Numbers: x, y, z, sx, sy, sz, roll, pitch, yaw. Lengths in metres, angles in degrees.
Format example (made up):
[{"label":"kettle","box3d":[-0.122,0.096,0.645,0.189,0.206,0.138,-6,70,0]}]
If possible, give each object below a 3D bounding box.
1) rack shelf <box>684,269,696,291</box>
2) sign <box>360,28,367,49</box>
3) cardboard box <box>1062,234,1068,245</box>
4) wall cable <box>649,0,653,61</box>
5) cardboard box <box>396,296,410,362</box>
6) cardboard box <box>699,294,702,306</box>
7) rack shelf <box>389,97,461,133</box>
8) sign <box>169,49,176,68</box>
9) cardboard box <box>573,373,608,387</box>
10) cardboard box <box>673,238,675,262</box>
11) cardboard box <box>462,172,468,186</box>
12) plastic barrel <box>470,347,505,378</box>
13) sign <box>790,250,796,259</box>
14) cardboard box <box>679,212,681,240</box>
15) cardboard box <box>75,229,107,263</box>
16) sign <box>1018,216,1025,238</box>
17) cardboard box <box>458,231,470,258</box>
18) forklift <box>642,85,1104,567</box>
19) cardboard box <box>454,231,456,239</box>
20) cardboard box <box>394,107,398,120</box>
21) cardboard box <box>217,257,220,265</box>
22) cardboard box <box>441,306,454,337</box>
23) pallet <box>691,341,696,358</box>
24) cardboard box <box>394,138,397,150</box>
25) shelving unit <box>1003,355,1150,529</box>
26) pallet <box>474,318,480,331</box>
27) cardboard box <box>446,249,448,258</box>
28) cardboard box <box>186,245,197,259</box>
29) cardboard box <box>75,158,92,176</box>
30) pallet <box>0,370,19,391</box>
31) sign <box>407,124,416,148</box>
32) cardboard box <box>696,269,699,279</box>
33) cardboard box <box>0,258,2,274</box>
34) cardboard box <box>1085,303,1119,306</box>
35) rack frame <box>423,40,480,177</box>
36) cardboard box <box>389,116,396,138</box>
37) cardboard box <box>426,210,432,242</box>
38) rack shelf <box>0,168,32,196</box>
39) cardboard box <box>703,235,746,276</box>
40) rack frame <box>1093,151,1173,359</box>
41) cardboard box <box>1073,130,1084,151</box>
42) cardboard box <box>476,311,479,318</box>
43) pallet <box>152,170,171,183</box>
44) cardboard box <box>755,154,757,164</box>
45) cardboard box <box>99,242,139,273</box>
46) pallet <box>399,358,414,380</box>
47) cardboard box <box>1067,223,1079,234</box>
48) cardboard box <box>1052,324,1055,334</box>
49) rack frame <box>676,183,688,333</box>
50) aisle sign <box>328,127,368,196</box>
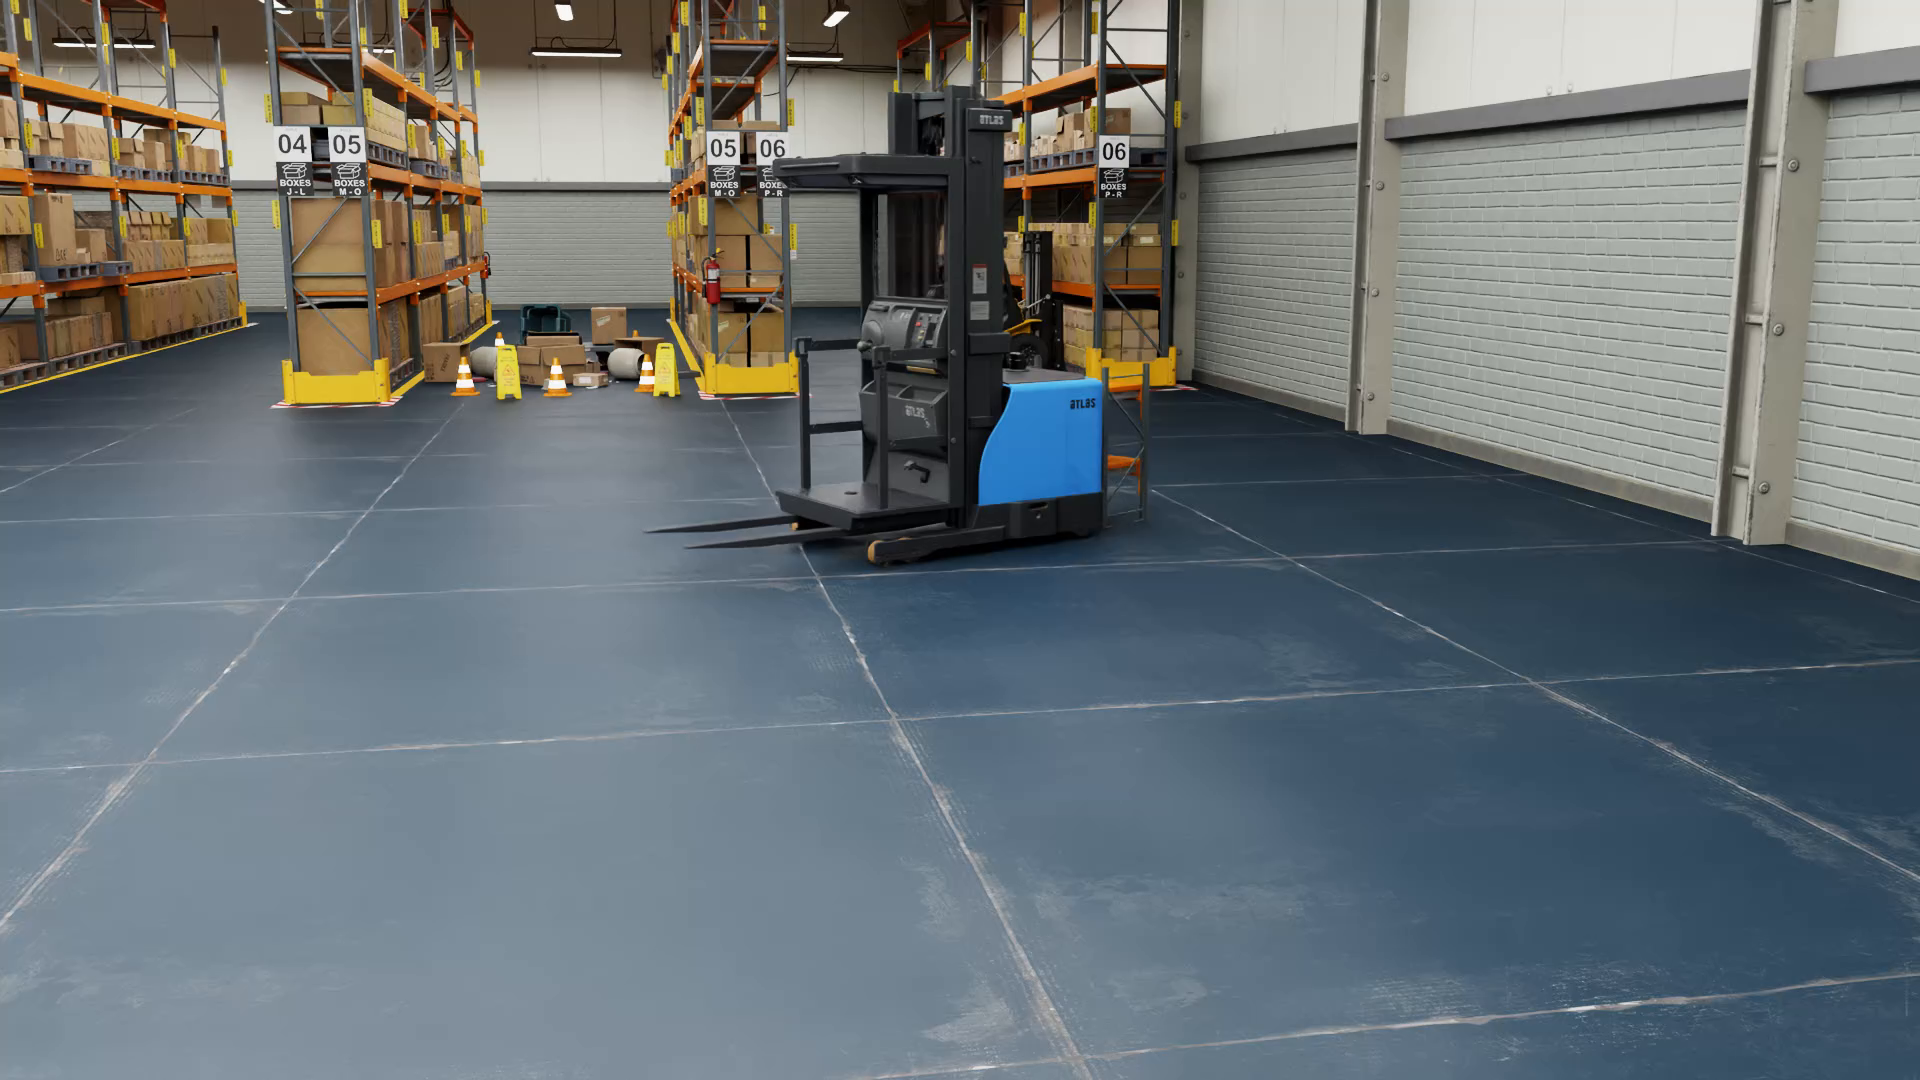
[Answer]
[{"label":"rack shelf","box3d":[-3.787,-4.087,26.572,1.077,0.370,4.000,-2,11,-11]},{"label":"sign","box3d":[-9.542,-8.032,26.620,0.100,0.325,0.005,-2,11,-11]},{"label":"cardboard box","box3d":[1.633,-4.177,23.117,0.380,0.149,0.250,-2,11,-11]},{"label":"wall cable","box3d":[-8.632,-13.145,40.148,2.355,3.000,0.029,-2,11,-11]},{"label":"cardboard box","box3d":[-8.180,-2.920,23.074,0.875,0.875,0.875,-2,11,-10]},{"label":"cardboard box","box3d":[-3.481,-3.379,23.418,0.380,0.149,0.250,-2,11,-9]},{"label":"rack shelf","box3d":[-9.400,-7.373,28.860,1.077,0.370,4.000,-2,11,-11]},{"label":"sign","box3d":[-14.144,-8.647,29.852,0.100,0.325,0.005,-2,11,-11]},{"label":"cardboard box","box3d":[-4.856,-2.106,21.866,0.380,0.149,0.250,4,11,18]},{"label":"cardboard box","box3d":[-5.713,-6.040,34.638,0.500,0.500,0.500,-2,11,-11]},{"label":"cardboard box","box3d":[-9.621,-6.837,31.473,0.500,0.250,0.500,-2,11,-8]},{"label":"plastic barrel","box3d":[-6.508,-2.457,22.975,0.512,0.421,0.421,6,12,28]},{"label":"sign","box3d":[-4.318,-7.367,42.133,0.329,0.494,0.001,-2,11,-11]},{"label":"cardboard box","box3d":[-4.929,-5.806,30.736,0.500,0.500,0.500,-2,11,-12]},{"label":"cardboard box","box3d":[-13.545,-4.506,25.458,0.700,0.500,0.500,0,11,-3]},{"label":"sign","box3d":[0.940,-4.763,25.315,0.100,0.325,0.005,-2,11,-11]},{"label":"cardboard box","box3d":[-9.639,-5.638,31.731,0.500,0.500,0.500,-2,11,-12]},{"label":"forklift","box3d":[-0.534,-1.386,10.639,3.031,2.935,1.130,-7,13,-33]},{"label":"cardboard box","box3d":[-9.467,-5.602,30.563,0.380,0.149,0.250,-2,11,-13]},{"label":"cardboard box","box3d":[-7.704,-5.679,22.136,0.380,0.149,0.250,-2,11,-10]},{"label":"cardboard box","box3d":[-14.809,-5.503,32.757,0.380,0.149,0.250,-2,11,-11]},{"label":"cardboard box","box3d":[-8.899,-3.726,28.313,0.500,0.500,0.500,-3,11,-13]},{"label":"pallet","box3d":[-3.791,-3.071,26.766,1.003,0.211,1.213,-2,11,-11]},{"label":"cardboard box","box3d":[-7.651,-5.239,21.960,0.380,0.149,0.250,-2,11,-10]},{"label":"shelving unit","box3d":[0.792,-0.731,12.028,1.048,1.125,0.538,10,15,43]},{"label":"pallet","box3d":[-10.196,-4.319,33.322,1.003,0.211,1.213,-2,11,-11]},{"label":"cardboard box","box3d":[-9.114,-4.978,28.877,0.380,0.149,0.250,-2,11,-9]},{"label":"cardboard box","box3d":[-14.509,-5.349,30.882,0.500,0.250,0.500,-2,11,-12]},{"label":"cardboard box","box3d":[-13.359,-5.586,24.901,0.500,0.250,0.500,-2,11,-9]},{"label":"pallet","box3d":[-12.712,-1.997,21.126,1.003,0.211,1.213,-2,11,-11]},{"label":"sign","box3d":[-7.689,-5.662,23.305,0.100,0.325,0.005,-2,11,-11]},{"label":"cardboard box","box3d":[-3.651,-3.881,24.236,0.380,0.149,0.250,-2,11,-11]},{"label":"cardboard box","box3d":[-12.833,-3.643,21.250,0.875,0.500,0.500,-2,11,-11]},{"label":"cardboard box","box3d":[2.060,-3.241,23.758,0.500,0.250,0.500,-2,11,-12]},{"label":"rack frame","box3d":[-10.567,-9.023,34.537,1.000,3.000,0.127,-2,11,-11]},{"label":"cardboard box","box3d":[-7.693,-5.411,21.797,0.500,0.250,0.500,-2,11,-12]},{"label":"cardboard box","box3d":[-8.934,-5.066,26.851,0.700,0.500,0.500,-2,11,-11]},{"label":"rack shelf","box3d":[-12.729,-4.467,20.543,1.077,0.370,4.000,-2,11,-11]},{"label":"cardboard box","box3d":[-2.996,-3.625,21.156,0.500,0.500,0.500,-2,11,-12]},{"label":"rack frame","box3d":[2.248,-3.521,21.675,1.000,3.000,0.127,-2,11,-11]},{"label":"cardboard box","box3d":[1.740,-5.372,22.343,0.396,0.266,0.258,-2,11,-11]},{"label":"cardboard box","box3d":[-9.939,-4.558,33.621,0.380,0.149,0.250,-2,11,-10]},{"label":"pallet","box3d":[-14.448,-6.394,29.256,0.805,0.209,1.217,-3,11,-13]},{"label":"cardboard box","box3d":[-2.366,-4.763,20.848,0.380,0.149,0.250,-2,11,-11]},{"label":"cardboard box","box3d":[-13.724,-4.595,27.049,0.500,0.500,0.500,-2,11,-9]},{"label":"pallet","box3d":[-8.162,-2.363,23.047,1.003,0.211,1.213,-2,11,-11]},{"label":"cardboard box","box3d":[1.681,-4.276,22.845,0.380,0.149,0.250,-2,11,-10]},{"label":"cardboard box","box3d":[1.545,-2.979,23.717,0.500,0.250,0.500,-2,11,-11]},{"label":"rack frame","box3d":[-4.954,-5.541,32.286,1.000,3.000,0.127,-2,11,-11]},{"label":"aisle sign","box3d":[-7.147,-4.417,19.426,0.394,0.787,0.004,-2,11,-11]}]
